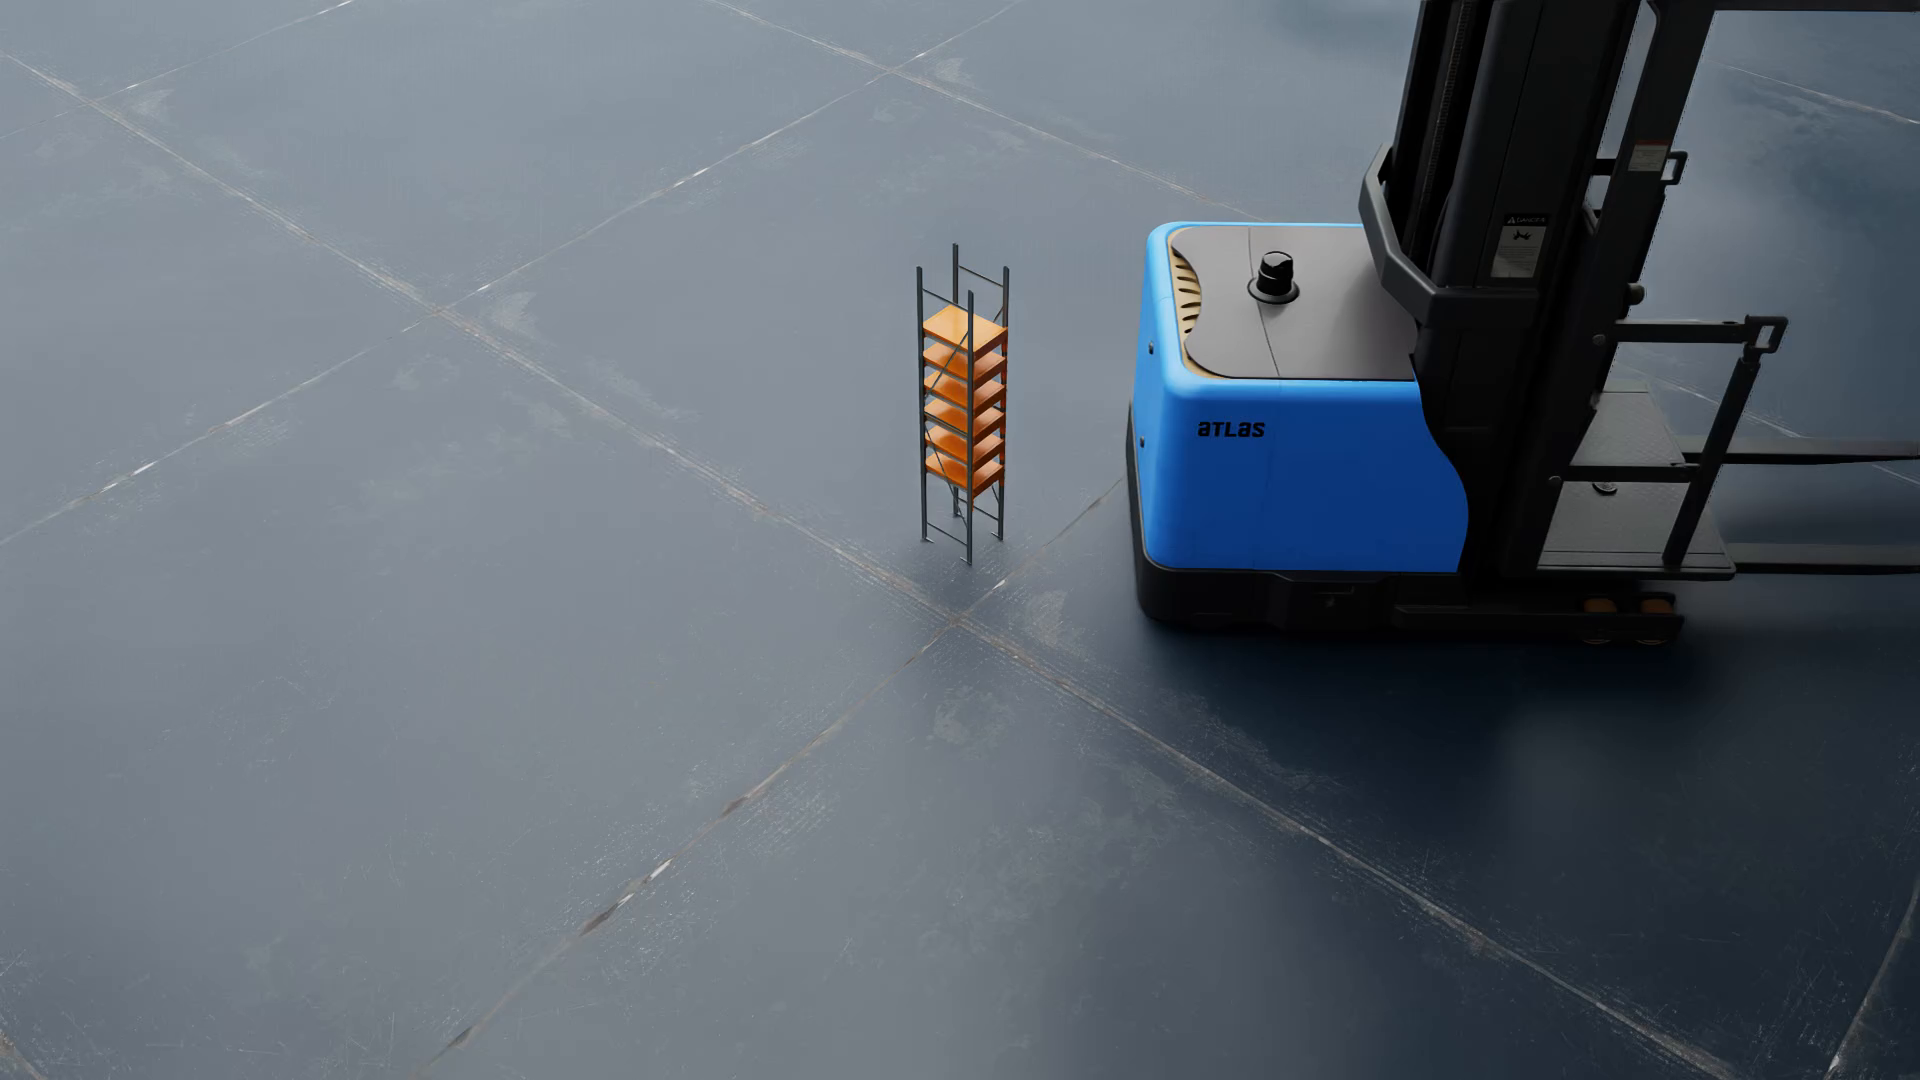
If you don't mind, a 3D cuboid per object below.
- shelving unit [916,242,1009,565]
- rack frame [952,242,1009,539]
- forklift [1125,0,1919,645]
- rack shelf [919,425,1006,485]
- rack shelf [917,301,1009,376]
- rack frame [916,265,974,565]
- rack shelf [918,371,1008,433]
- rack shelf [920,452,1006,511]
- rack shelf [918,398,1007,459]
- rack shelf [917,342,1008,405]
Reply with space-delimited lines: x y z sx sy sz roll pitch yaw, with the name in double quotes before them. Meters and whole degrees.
"shelving unit" 0.009 -0.451 5.855 0.258 1.200 0.189 29 50 28
"rack frame" 0.068 -0.498 5.906 0.240 1.200 0.006 29 50 28
"forklift" 2.156 -1.081 5.260 3.031 2.935 1.130 1 42 1
"rack shelf" 0.009 -0.330 5.965 0.258 0.103 0.180 29 50 28
"rack shelf" 0.009 -0.685 5.642 0.258 0.103 0.180 29 50 28
"rack frame" -0.050 -0.404 5.803 0.240 1.200 0.006 29 50 28
"rack shelf" 0.009 -0.507 5.804 0.258 0.103 0.180 29 50 28
"rack shelf" 0.009 -0.241 6.046 0.258 0.103 0.180 29 50 28
"rack shelf" 0.009 -0.419 5.884 0.258 0.103 0.180 29 50 28
"rack shelf" 0.009 -0.596 5.723 0.258 0.103 0.180 29 50 28
